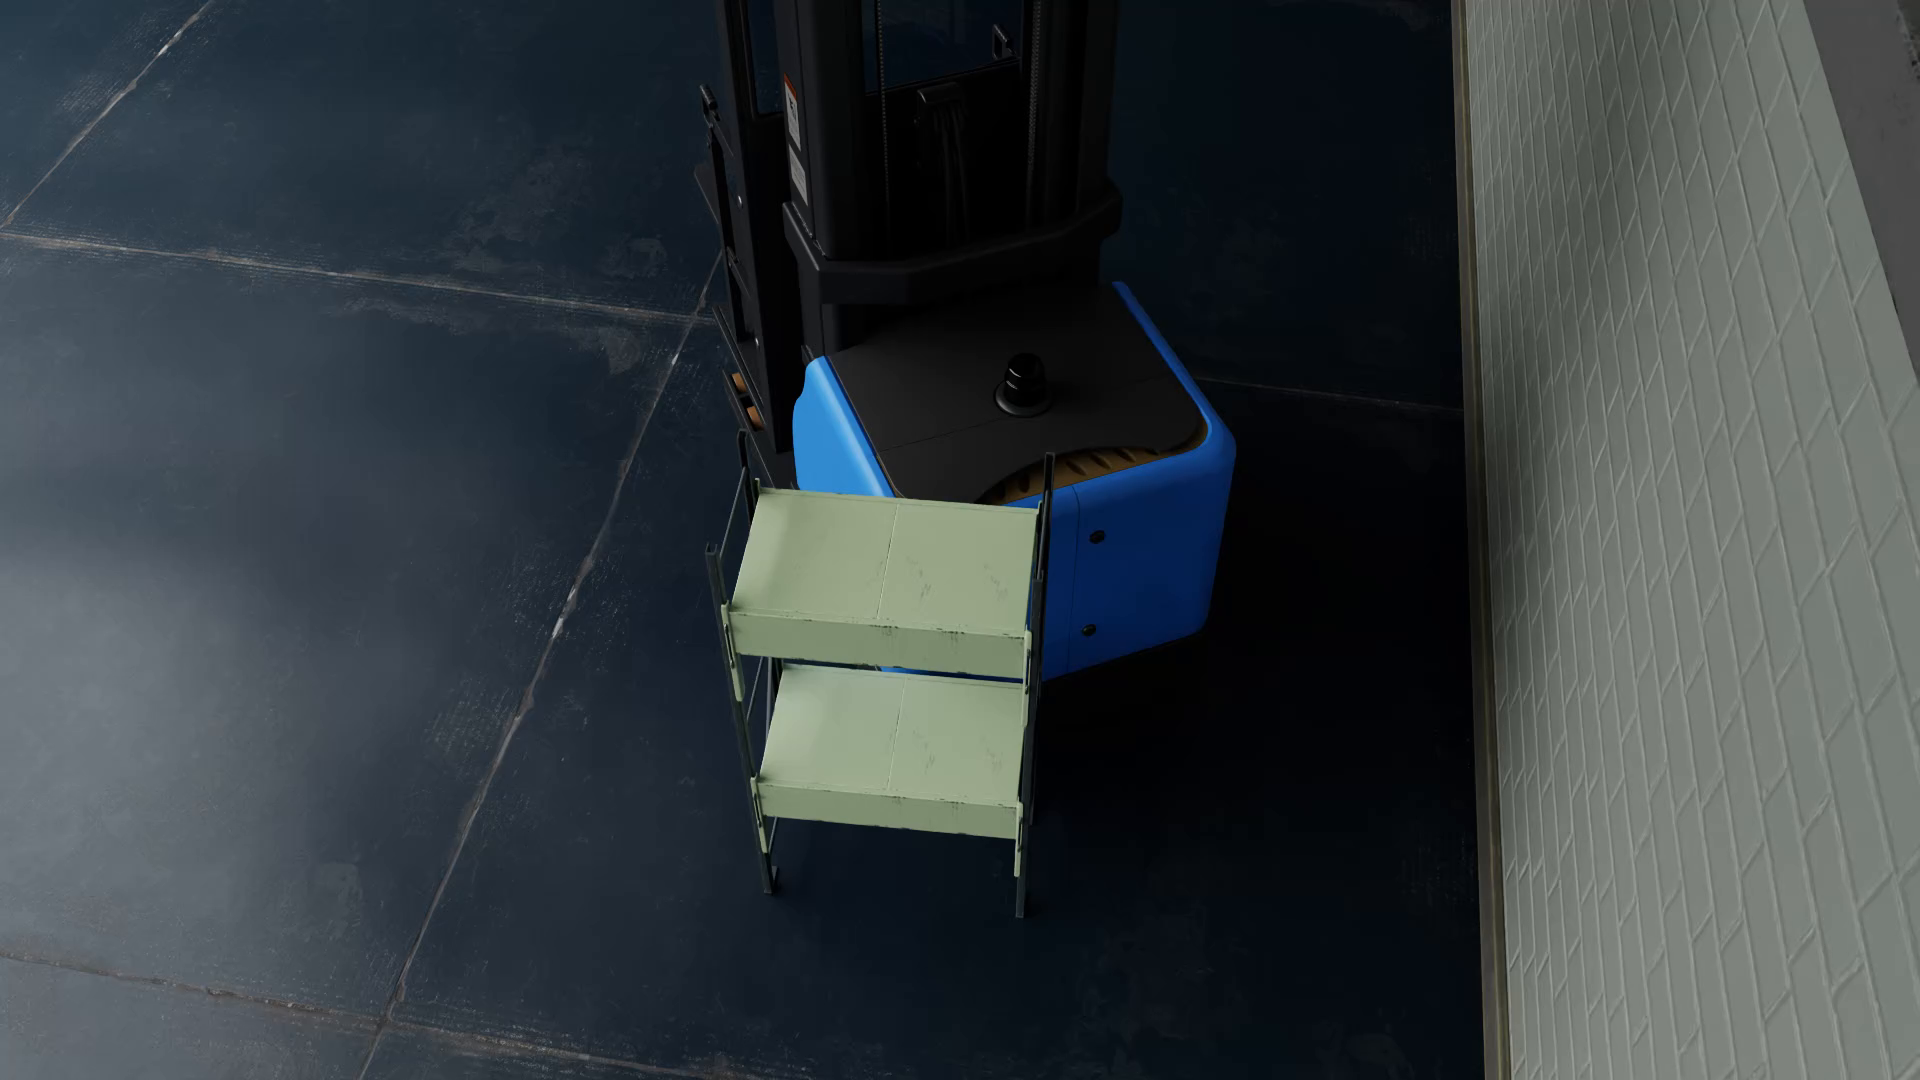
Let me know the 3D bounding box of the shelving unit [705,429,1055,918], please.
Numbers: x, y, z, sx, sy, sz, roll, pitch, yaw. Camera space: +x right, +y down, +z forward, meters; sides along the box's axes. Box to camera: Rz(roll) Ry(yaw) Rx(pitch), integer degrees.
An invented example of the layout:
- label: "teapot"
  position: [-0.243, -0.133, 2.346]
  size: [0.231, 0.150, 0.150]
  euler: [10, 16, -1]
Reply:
- label: "shelving unit"
  position: [-0.172, 0.410, 4.371]
  size: [0.755, 1.500, 0.431]
  euler: [5, 49, 4]

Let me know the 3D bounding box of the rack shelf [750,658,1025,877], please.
- label: "rack shelf"
  position: [-0.172, 0.626, 4.615]
  size: [0.720, 0.370, 0.431]
  euler: [5, 49, 4]

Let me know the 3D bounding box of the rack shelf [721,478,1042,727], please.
- label: "rack shelf"
  position: [-0.172, 0.151, 4.079]
  size: [0.720, 0.370, 0.431]
  euler: [5, 49, 4]

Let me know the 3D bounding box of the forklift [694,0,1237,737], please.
- label: "forklift"
  position: [-0.226, -1.411, 5.048]
  size: [1.130, 2.935, 3.031]
  euler: [-16, 50, -14]

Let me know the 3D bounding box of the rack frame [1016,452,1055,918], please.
- label: "rack frame"
  position: [0.192, 0.439, 4.345]
  size: [0.023, 1.500, 0.400]
  euler: [5, 49, 4]

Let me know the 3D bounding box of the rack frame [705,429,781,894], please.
- label: "rack frame"
  position: [-0.536, 0.381, 4.397]
  size: [0.023, 1.500, 0.400]
  euler: [5, 49, 4]
